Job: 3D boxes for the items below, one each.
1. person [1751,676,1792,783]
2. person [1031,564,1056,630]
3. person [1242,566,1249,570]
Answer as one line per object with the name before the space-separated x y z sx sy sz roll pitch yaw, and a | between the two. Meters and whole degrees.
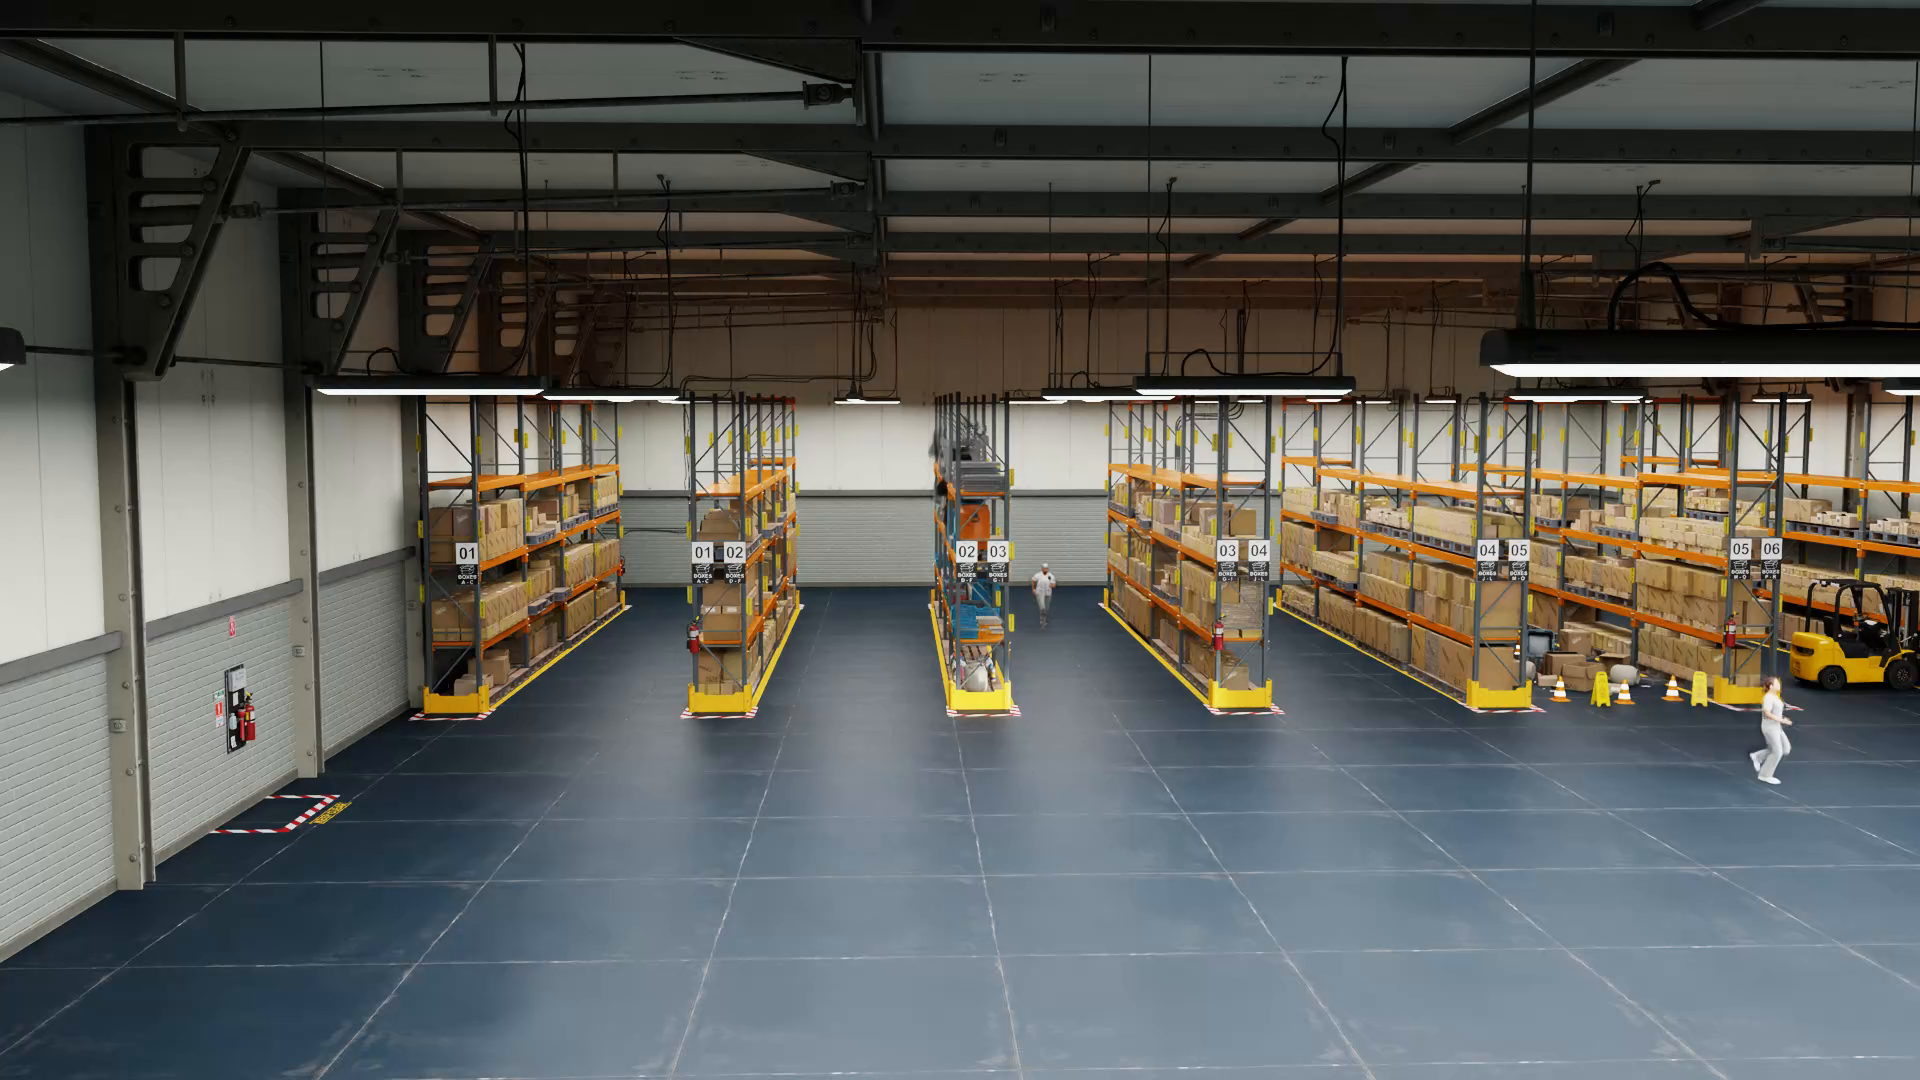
person | 12.373 2.881 25.343 0.578 1.635 0.601 3 6 35
person | 2.177 1.462 42.951 0.570 1.724 0.807 -1 5 -14
person | 8.034 1.182 46.020 0.669 1.758 0.843 0 5 3
